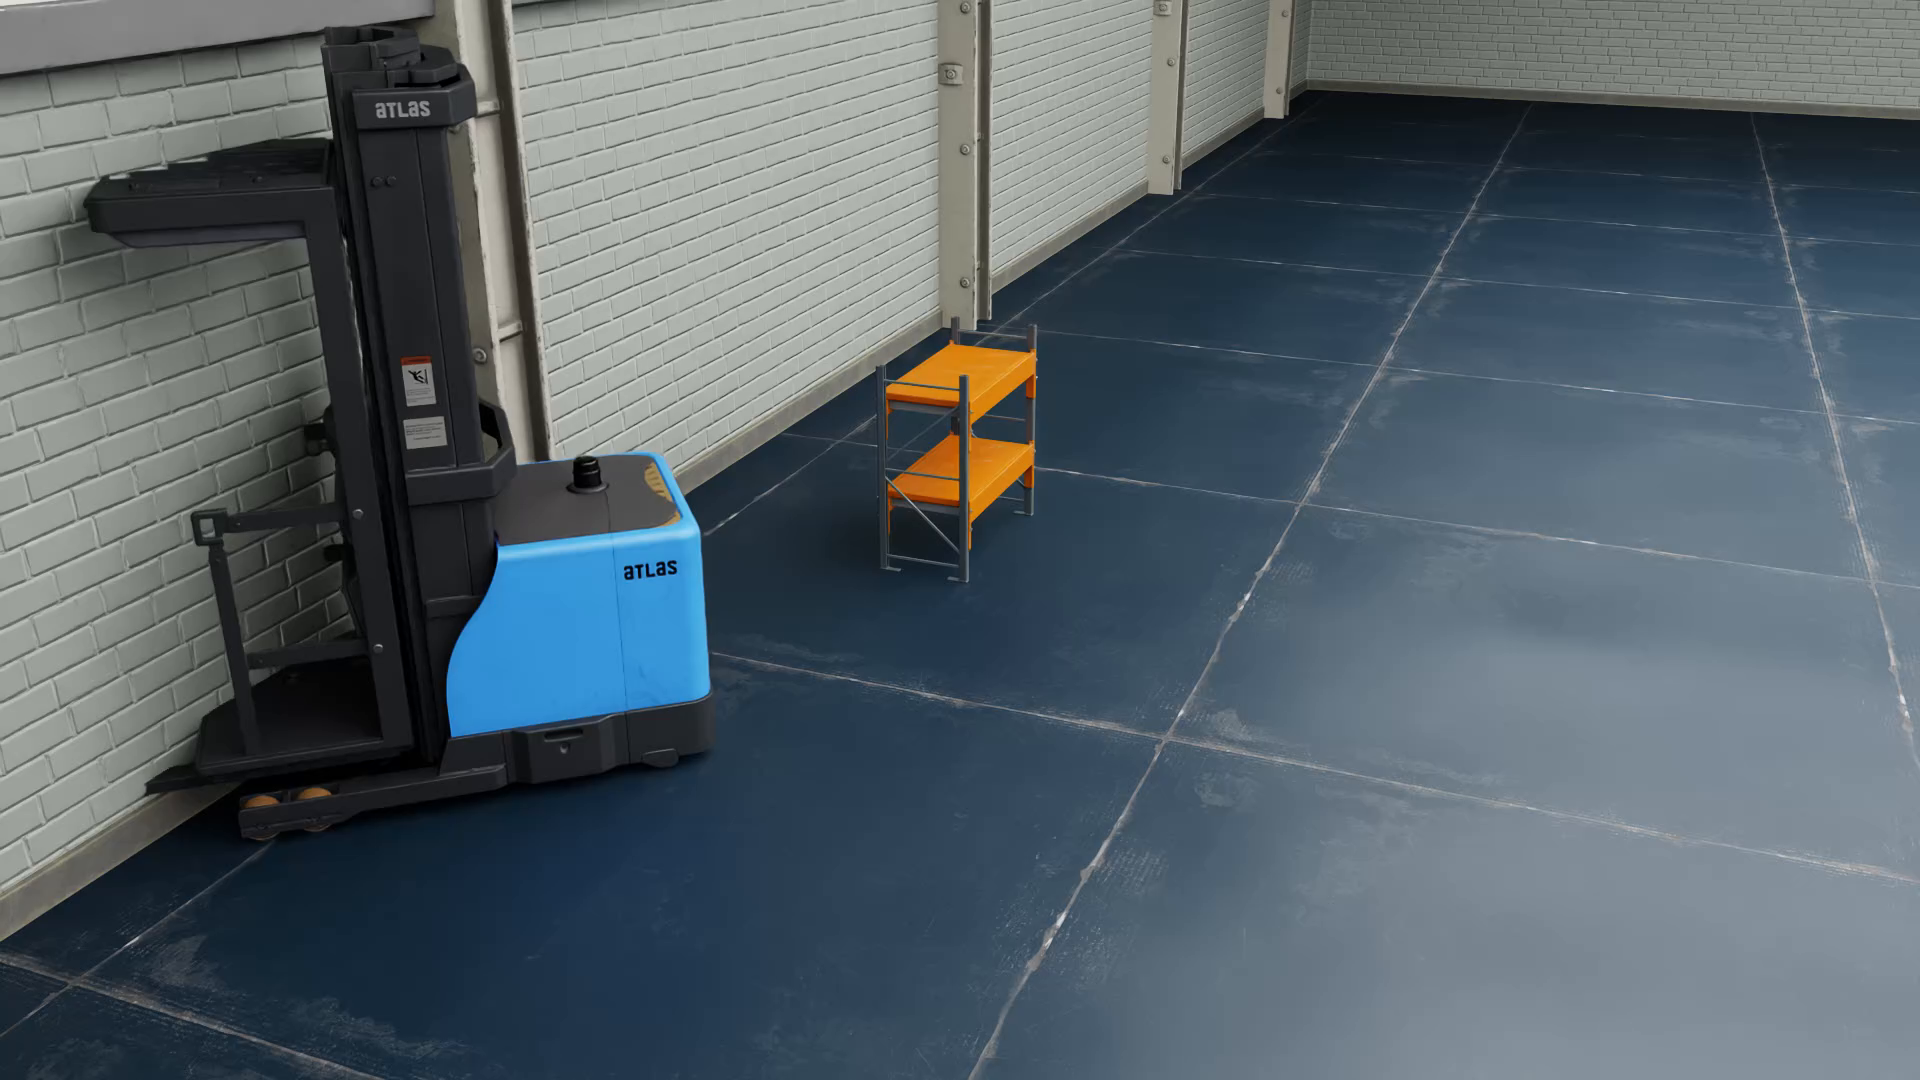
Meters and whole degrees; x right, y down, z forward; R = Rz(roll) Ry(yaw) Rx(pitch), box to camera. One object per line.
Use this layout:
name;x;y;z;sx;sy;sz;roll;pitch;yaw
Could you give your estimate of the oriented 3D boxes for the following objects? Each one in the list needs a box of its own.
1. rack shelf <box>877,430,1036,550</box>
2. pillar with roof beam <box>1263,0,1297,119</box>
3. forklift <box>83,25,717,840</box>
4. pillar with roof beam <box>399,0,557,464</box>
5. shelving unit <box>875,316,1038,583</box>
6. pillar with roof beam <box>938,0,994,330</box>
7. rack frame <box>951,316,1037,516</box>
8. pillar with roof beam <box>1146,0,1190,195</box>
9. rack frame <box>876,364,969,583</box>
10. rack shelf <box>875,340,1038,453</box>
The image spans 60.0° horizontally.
rack shelf;-0.003;-0.291;9.122;0.538;0.278;1.000;9;24;20
pillar with roof beam;8.496;-9.591;20.536;9.100;9.000;0.400;9;24;20
forklift;-2.603;-0.415;6.441;3.031;2.935;1.130;-7;24;-17
pillar with roof beam;1.810;-3.150;5.115;9.100;9.000;0.400;9;24;20
shelving unit;-0.003;-0.517;9.027;0.538;1.125;1.048;9;24;20
pillar with roof beam;4.039;-5.297;10.255;9.100;9.000;0.400;9;24;20
rack frame;0.186;-0.699;9.463;0.500;1.125;0.032;9;24;20
pillar with roof beam;6.267;-7.444;15.396;9.100;9.000;0.400;9;24;20
rack frame;-0.191;-0.335;8.592;0.500;1.125;0.032;9;24;20
rack shelf;-0.003;-0.787;8.915;0.538;0.278;1.000;9;24;20
